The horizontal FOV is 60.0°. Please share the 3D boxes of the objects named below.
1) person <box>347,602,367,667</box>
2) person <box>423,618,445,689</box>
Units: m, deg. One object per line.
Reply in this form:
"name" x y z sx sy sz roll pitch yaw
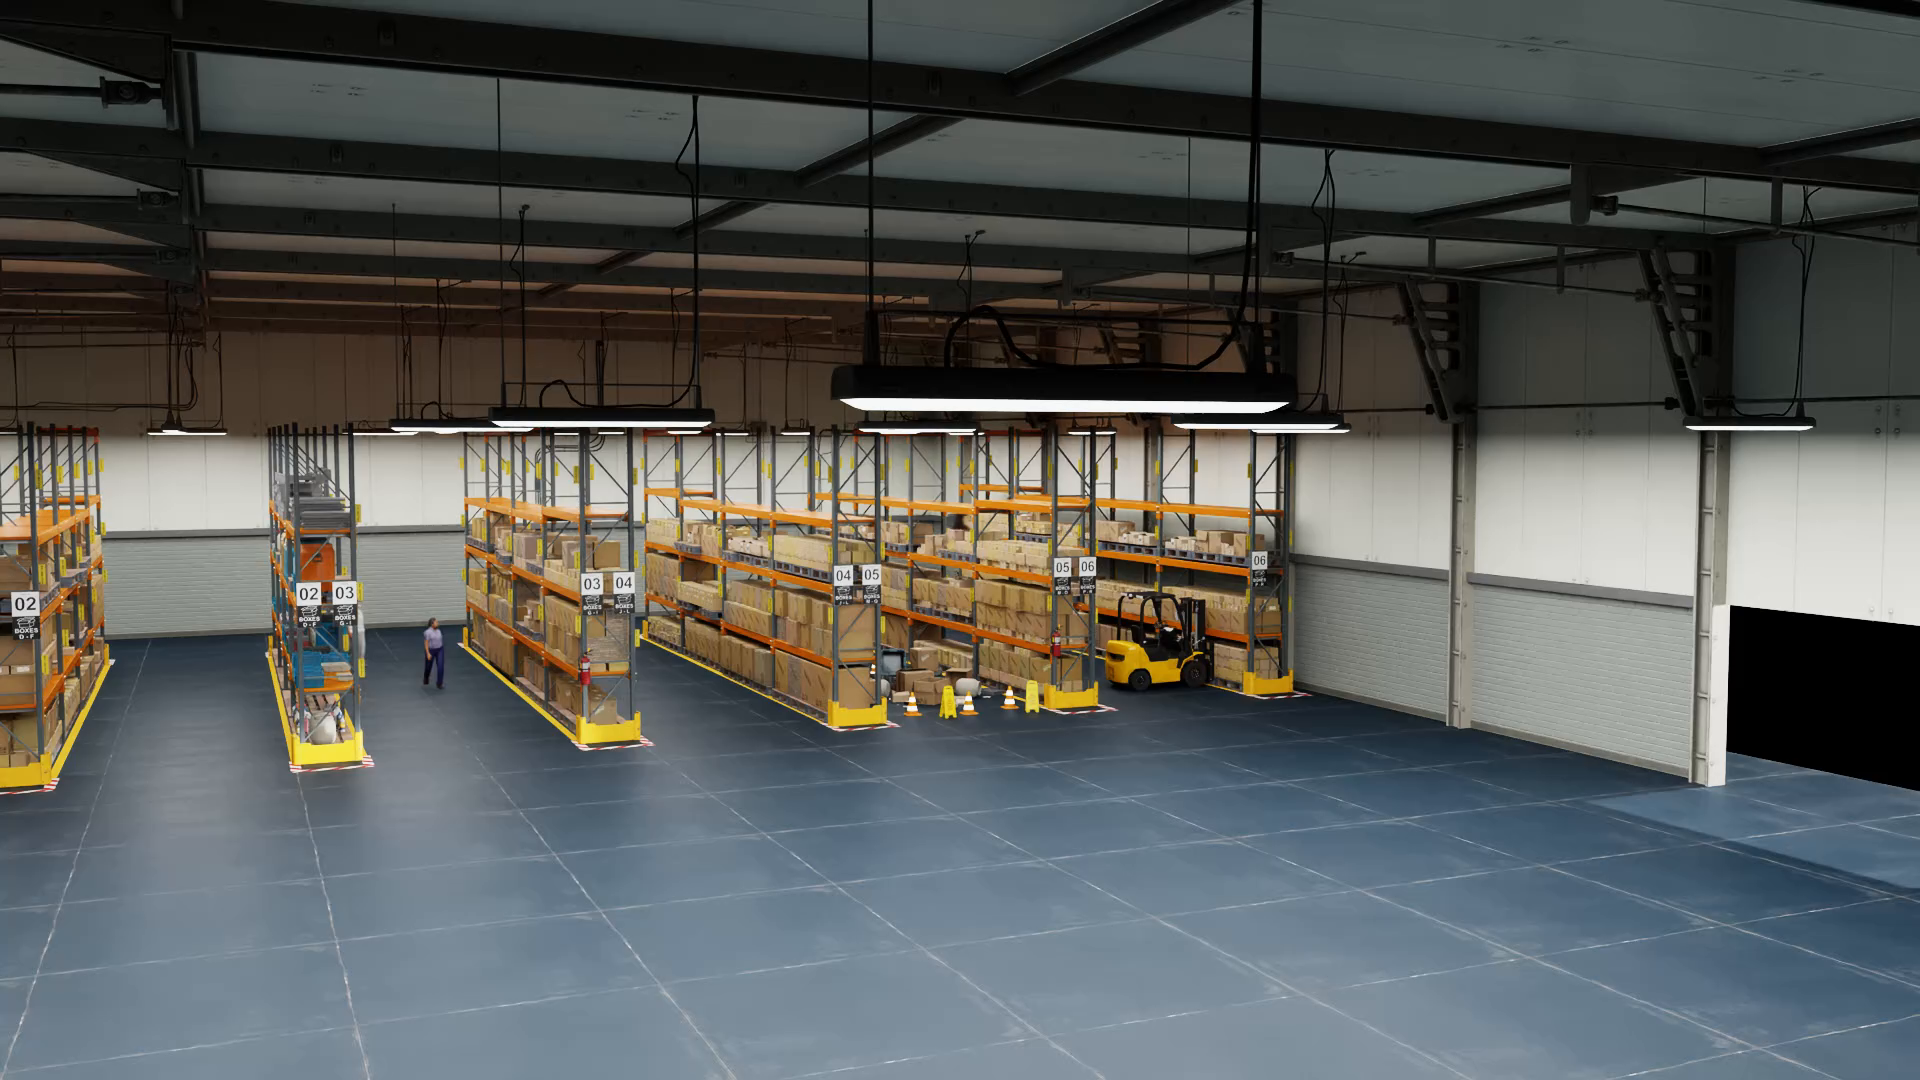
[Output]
"person" -15.184 2.318 41.659 0.528 1.723 0.955 -3 4 -38
"person" -12.024 2.581 37.999 0.458 1.615 0.665 -2 4 -26
